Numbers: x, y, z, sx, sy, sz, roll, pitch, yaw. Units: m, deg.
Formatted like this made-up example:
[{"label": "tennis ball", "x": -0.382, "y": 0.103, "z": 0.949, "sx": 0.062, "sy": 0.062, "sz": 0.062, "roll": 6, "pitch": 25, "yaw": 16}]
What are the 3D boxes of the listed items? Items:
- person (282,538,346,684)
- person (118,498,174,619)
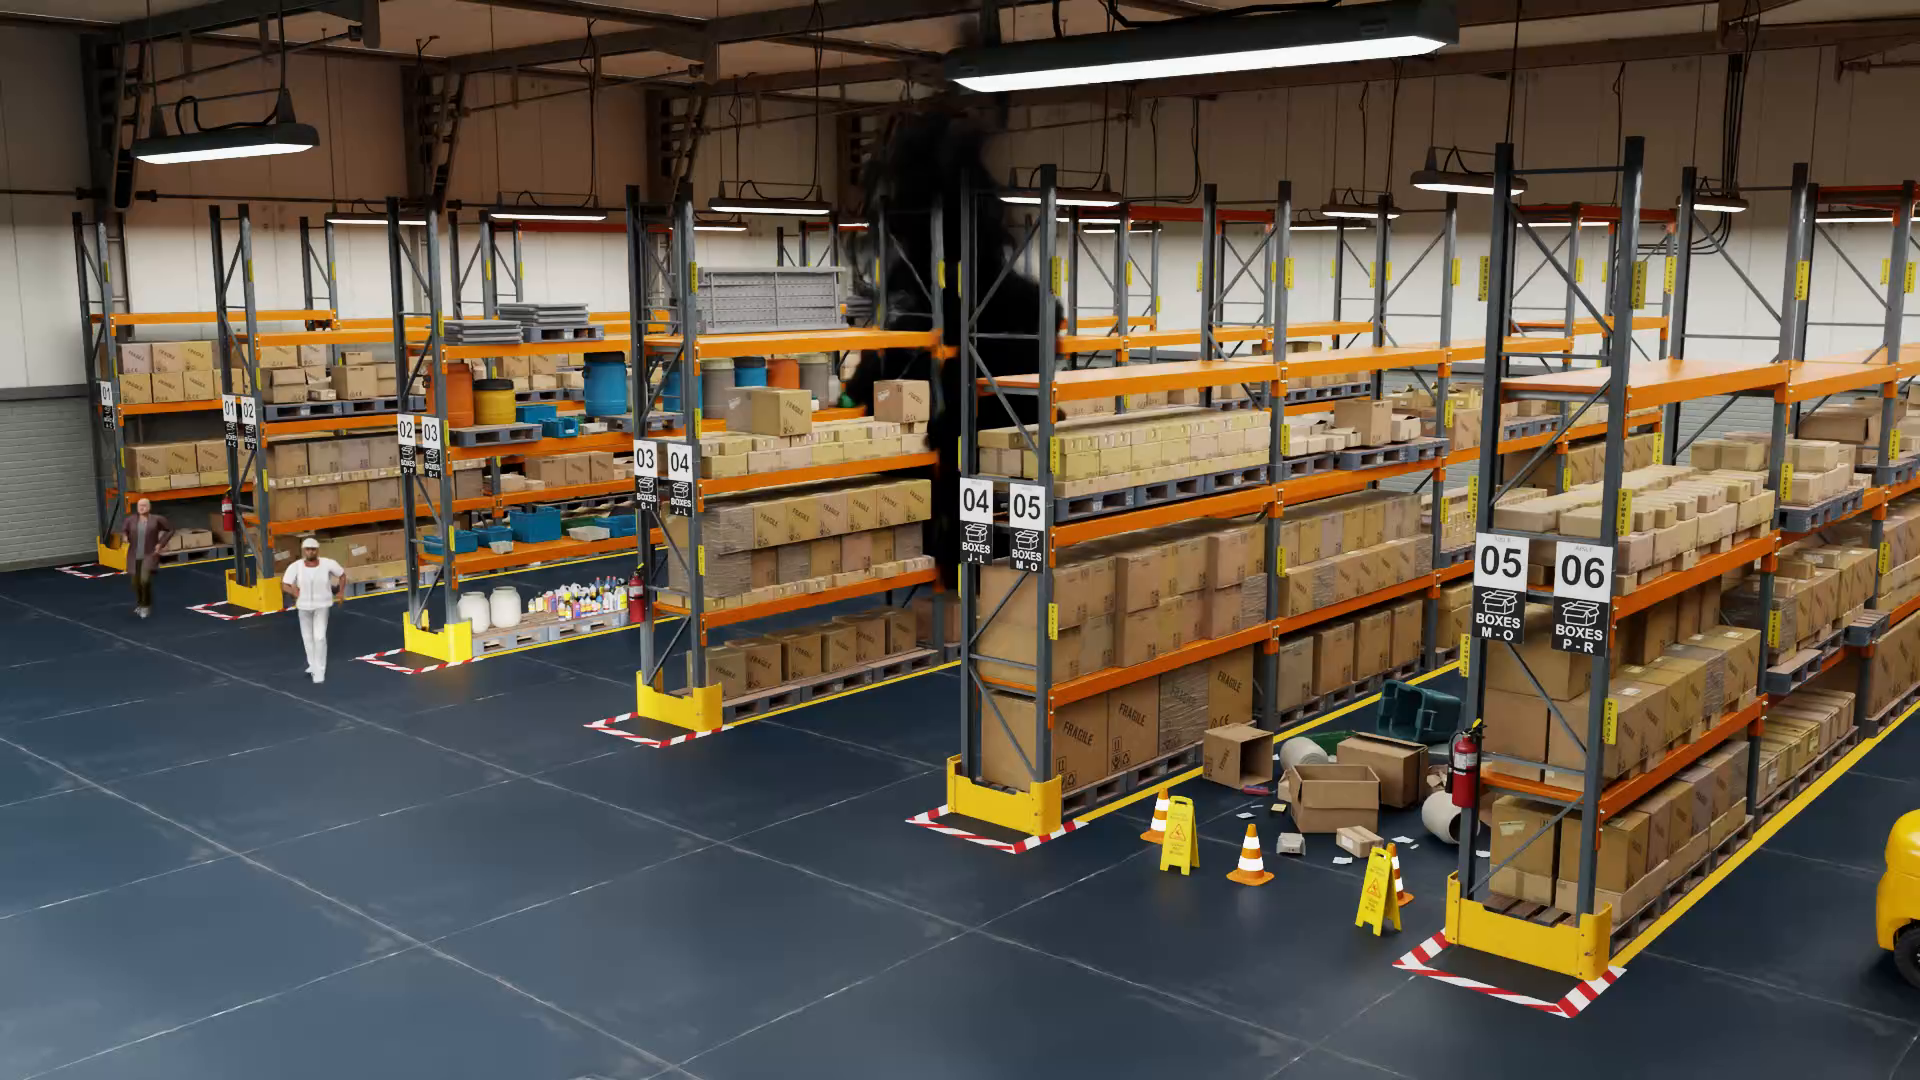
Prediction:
[{"label": "person", "x": -8.056, "y": 0.874, "z": 20.738, "sx": 0.714, "sy": 1.824, "sz": 0.720, "roll": -2, "pitch": 10, "yaw": -9}, {"label": "person", "x": -11.941, "y": 0.280, "z": 24.378, "sx": 0.710, "sy": 1.799, "sz": 0.758, "roll": -1, "pitch": 10, "yaw": -6}]
